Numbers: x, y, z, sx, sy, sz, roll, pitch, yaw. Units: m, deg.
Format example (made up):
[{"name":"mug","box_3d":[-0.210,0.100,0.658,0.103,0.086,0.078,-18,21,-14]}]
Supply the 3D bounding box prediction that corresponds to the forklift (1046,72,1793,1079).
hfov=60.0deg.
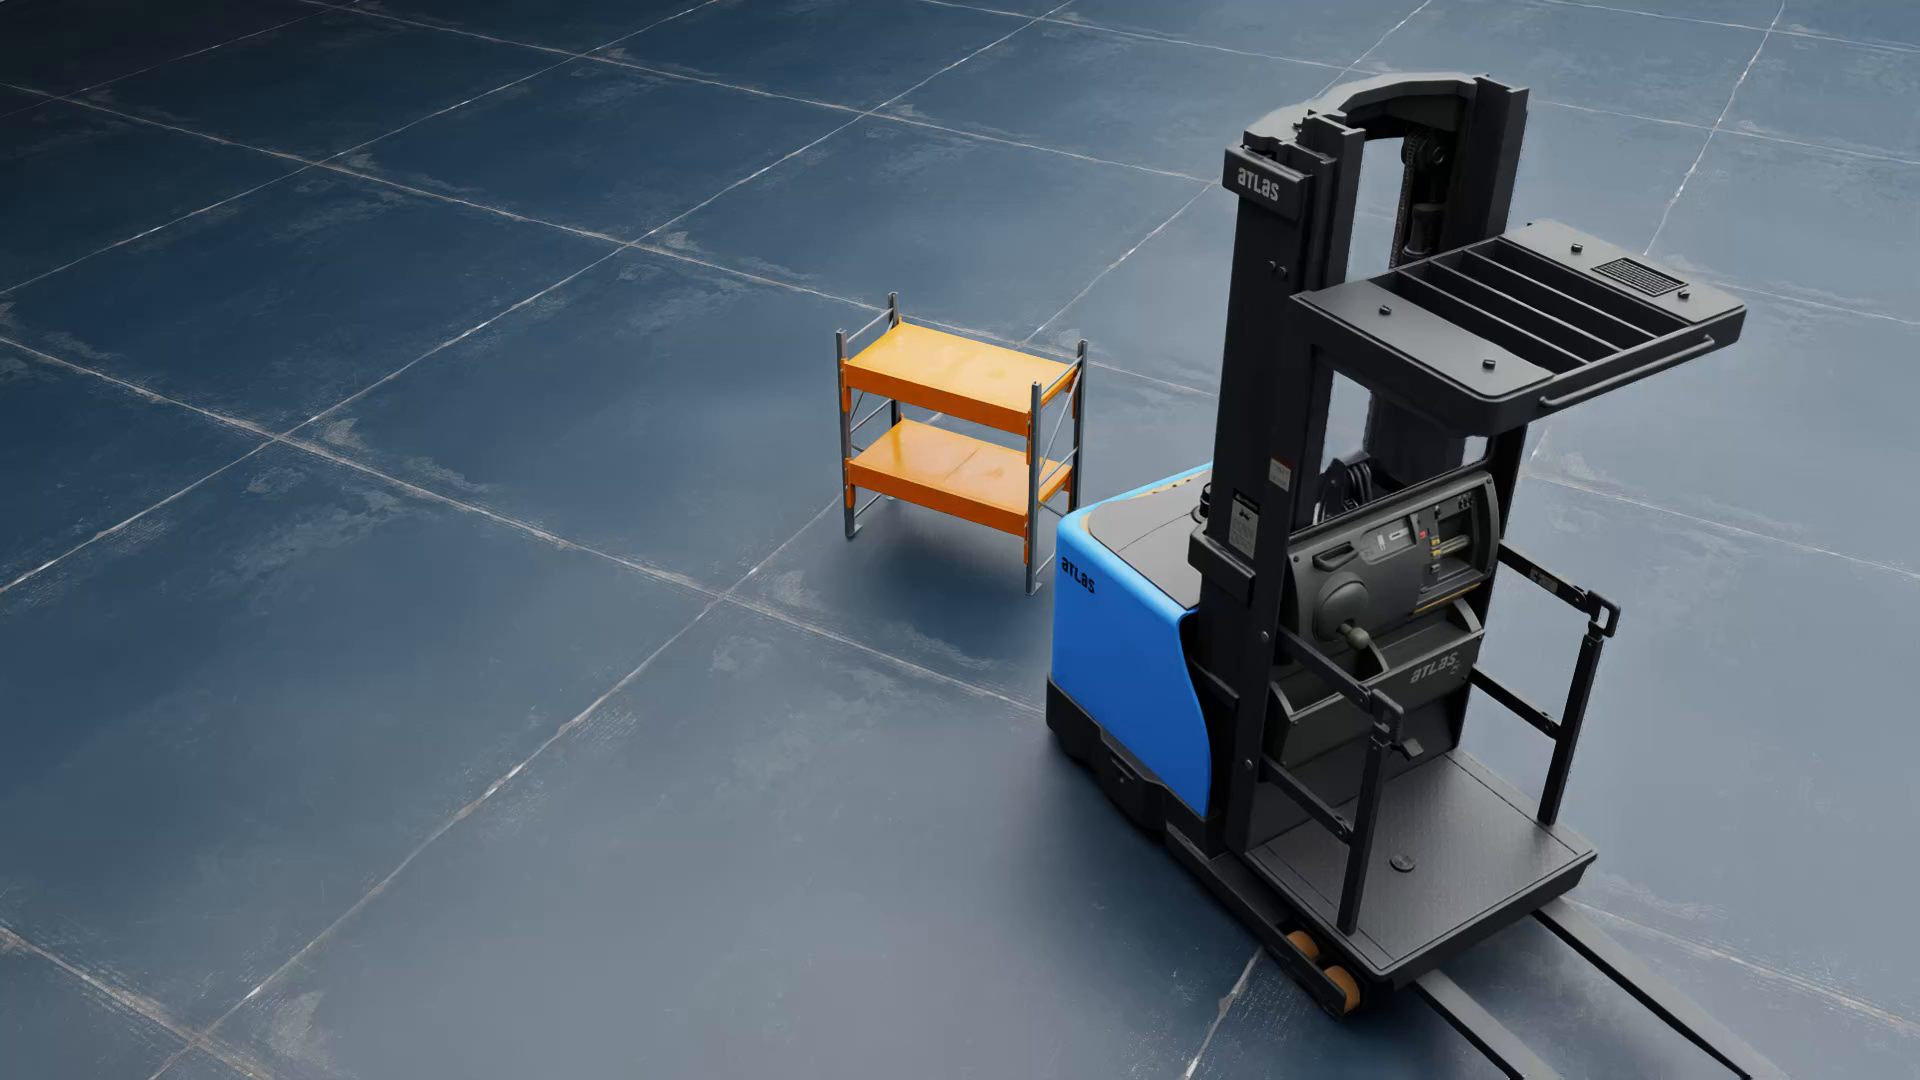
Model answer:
[{"name":"forklift","box_3d":[1.576,0.127,5.414,1.130,2.935,3.031,-20,38,-27]}]

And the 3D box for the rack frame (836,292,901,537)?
[{"name":"rack frame","box_3d":[-0.435,-0.606,8.145,0.032,1.125,0.500,18,37,24]}]

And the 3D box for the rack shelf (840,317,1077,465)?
[{"name":"rack shelf","box_3d":[0.006,-0.710,7.773,1.000,0.278,0.538,18,37,24]}]

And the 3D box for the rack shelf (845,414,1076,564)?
[{"name":"rack shelf","box_3d":[0.006,-0.263,8.071,1.000,0.278,0.538,18,37,24]}]

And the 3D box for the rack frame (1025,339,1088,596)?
[{"name":"rack frame","box_3d":[0.447,-0.327,7.725,0.032,1.125,0.500,18,37,24]}]

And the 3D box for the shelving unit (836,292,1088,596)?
[{"name":"shelving unit","box_3d":[0.006,-0.466,7.935,1.048,1.125,0.538,18,37,24]}]
